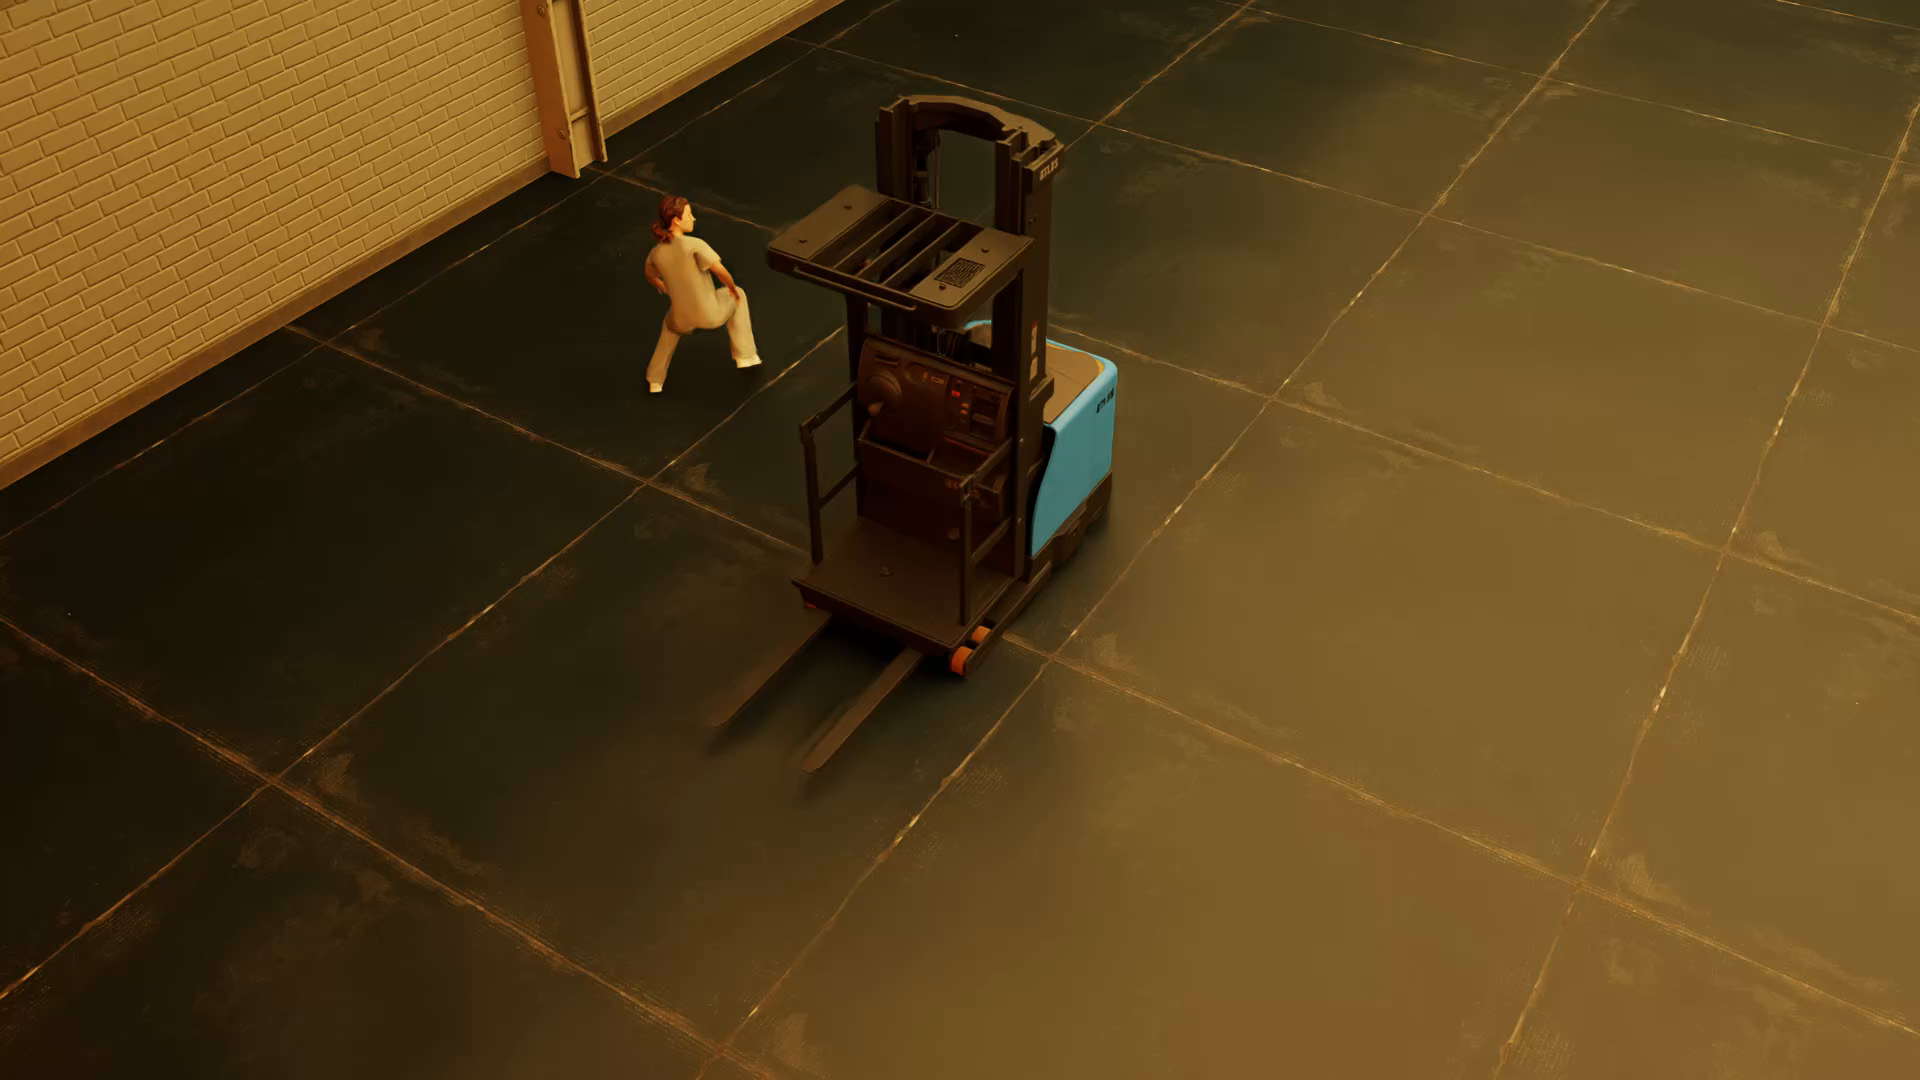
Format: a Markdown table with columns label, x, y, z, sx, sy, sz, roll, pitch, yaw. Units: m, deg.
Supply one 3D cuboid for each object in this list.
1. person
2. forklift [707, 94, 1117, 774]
| label | x | y | z | sx | sy | sz | roll | pitch | yaw |
| --- | --- | --- | --- | --- | --- | --- | --- | --- | --- |
| person | -1.779 | -1.612 | 11.078 | 0.764 | 1.446 | 0.597 | 5 | 41 | 6 |
| forklift | -0.256 | -0.703 | 8.796 | 1.130 | 2.935 | 3.031 | 22 | 45 | 24 |
